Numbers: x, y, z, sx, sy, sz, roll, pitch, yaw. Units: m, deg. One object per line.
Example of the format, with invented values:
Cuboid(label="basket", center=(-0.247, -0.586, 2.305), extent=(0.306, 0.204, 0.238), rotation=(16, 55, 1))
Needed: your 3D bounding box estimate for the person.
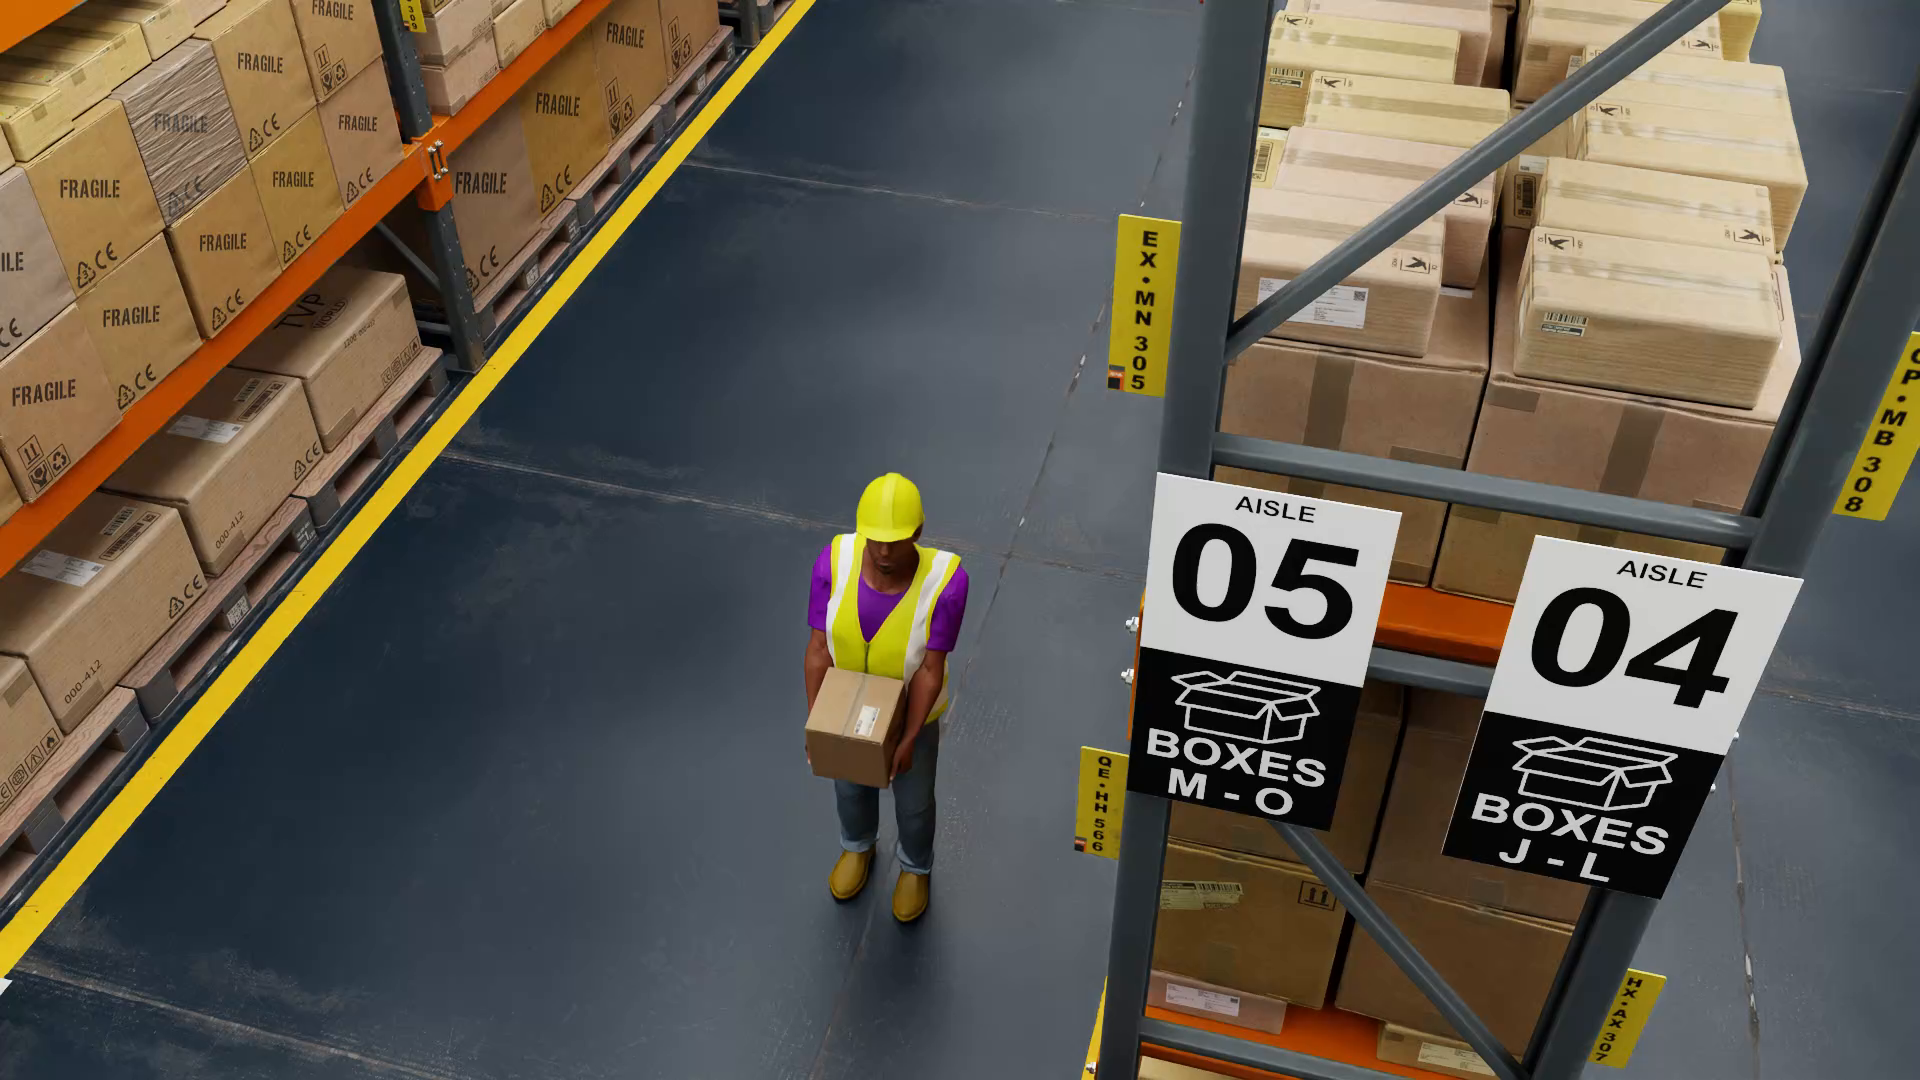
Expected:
Cuboid(label="person", center=(-0.259, 0.591, 5.459), extent=(0.503, 1.760, 0.577), rotation=(9, 42, 11))
